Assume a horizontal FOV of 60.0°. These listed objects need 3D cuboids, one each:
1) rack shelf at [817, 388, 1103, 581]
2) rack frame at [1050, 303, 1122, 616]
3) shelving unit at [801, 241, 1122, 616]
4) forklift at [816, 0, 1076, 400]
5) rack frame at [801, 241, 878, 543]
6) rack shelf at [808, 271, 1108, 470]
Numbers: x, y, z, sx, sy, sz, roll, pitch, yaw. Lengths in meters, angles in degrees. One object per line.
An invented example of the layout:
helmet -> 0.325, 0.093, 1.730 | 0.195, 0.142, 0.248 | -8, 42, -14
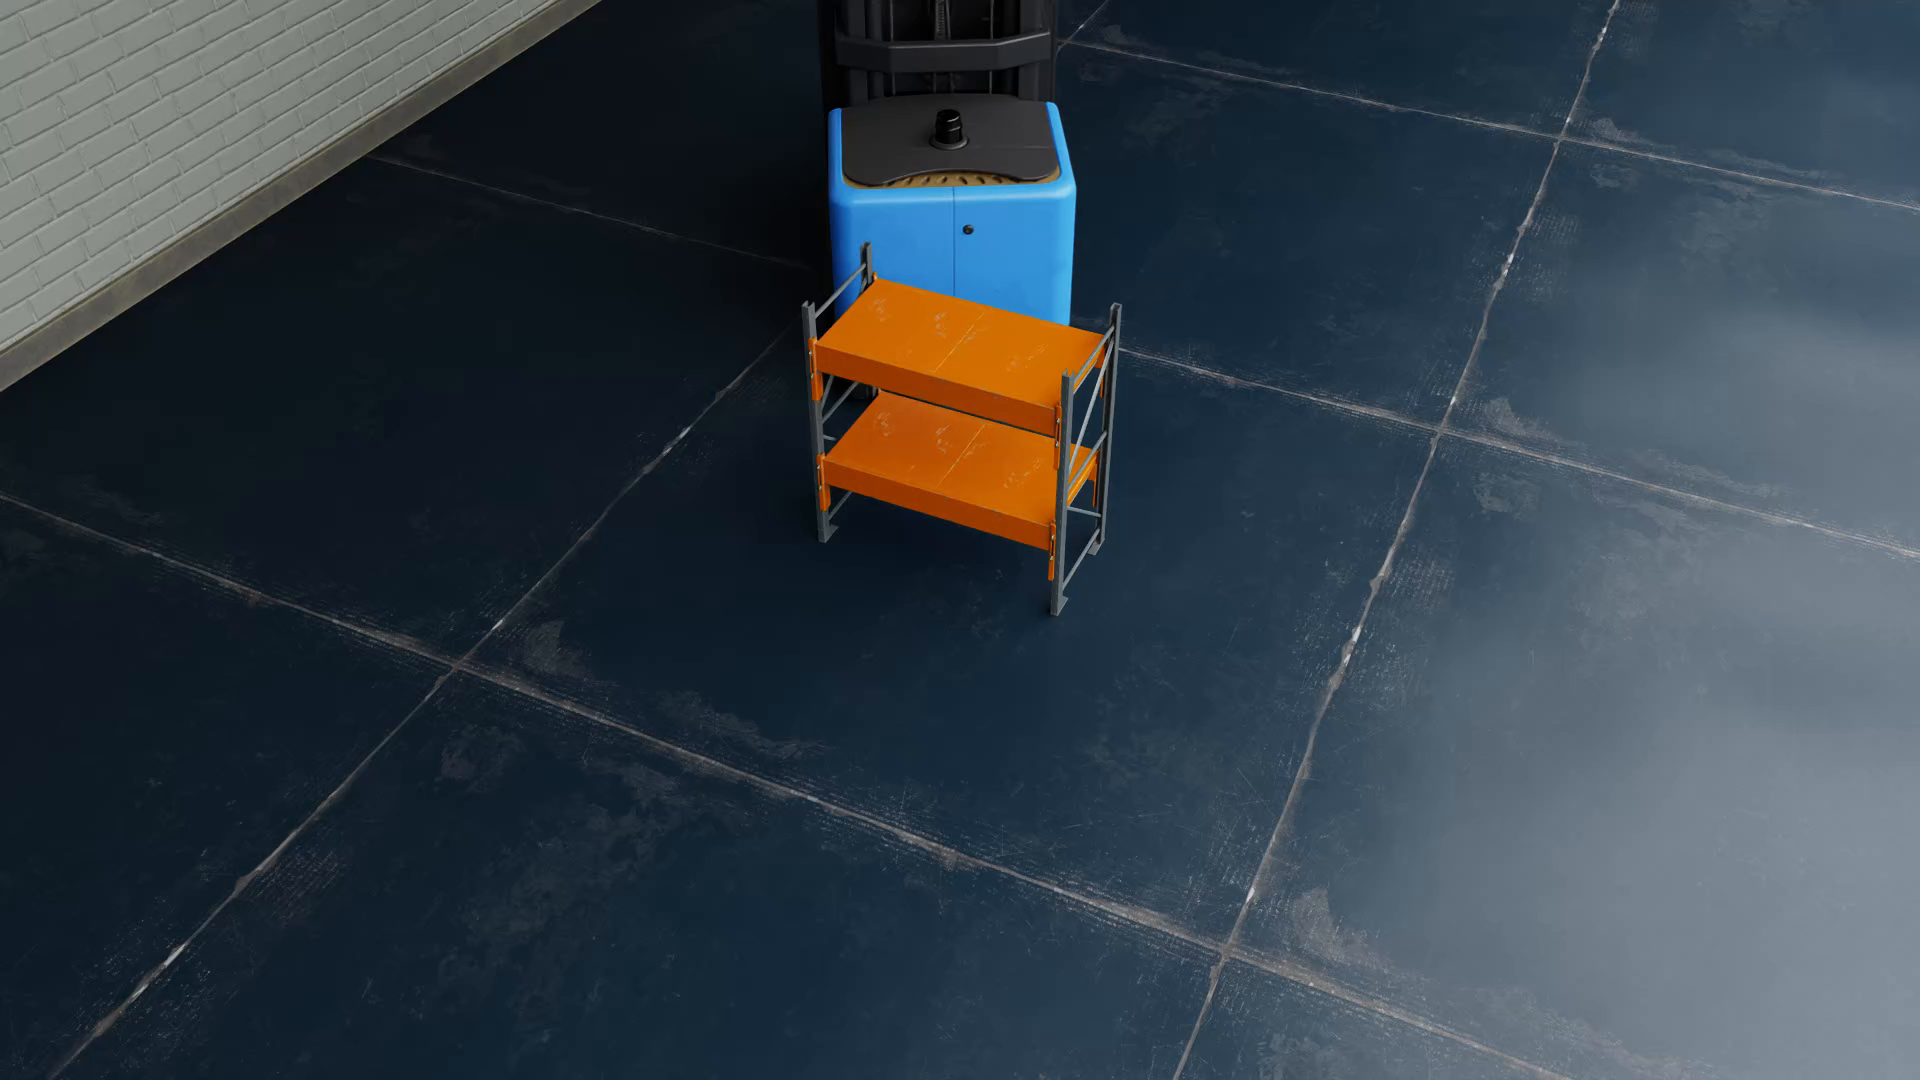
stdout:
rack shelf -> 0.006, -0.238, 6.540 | 1.000, 0.278, 0.538 | 17, 44, 19
rack frame -> 0.467, -0.282, 6.217 | 0.032, 1.125, 0.500 | 17, 44, 19
shelving unit -> 0.006, -0.423, 6.379 | 1.048, 1.125, 0.538 | 17, 44, 19
forklift -> -0.118, -2.681, 7.606 | 1.130, 2.935, 3.031 | -2, 41, -3
rack frame -> -0.455, -0.564, 6.542 | 0.032, 1.125, 0.500 | 17, 44, 19
rack shelf -> 0.006, -0.644, 6.188 | 1.000, 0.278, 0.538 | 17, 44, 19
